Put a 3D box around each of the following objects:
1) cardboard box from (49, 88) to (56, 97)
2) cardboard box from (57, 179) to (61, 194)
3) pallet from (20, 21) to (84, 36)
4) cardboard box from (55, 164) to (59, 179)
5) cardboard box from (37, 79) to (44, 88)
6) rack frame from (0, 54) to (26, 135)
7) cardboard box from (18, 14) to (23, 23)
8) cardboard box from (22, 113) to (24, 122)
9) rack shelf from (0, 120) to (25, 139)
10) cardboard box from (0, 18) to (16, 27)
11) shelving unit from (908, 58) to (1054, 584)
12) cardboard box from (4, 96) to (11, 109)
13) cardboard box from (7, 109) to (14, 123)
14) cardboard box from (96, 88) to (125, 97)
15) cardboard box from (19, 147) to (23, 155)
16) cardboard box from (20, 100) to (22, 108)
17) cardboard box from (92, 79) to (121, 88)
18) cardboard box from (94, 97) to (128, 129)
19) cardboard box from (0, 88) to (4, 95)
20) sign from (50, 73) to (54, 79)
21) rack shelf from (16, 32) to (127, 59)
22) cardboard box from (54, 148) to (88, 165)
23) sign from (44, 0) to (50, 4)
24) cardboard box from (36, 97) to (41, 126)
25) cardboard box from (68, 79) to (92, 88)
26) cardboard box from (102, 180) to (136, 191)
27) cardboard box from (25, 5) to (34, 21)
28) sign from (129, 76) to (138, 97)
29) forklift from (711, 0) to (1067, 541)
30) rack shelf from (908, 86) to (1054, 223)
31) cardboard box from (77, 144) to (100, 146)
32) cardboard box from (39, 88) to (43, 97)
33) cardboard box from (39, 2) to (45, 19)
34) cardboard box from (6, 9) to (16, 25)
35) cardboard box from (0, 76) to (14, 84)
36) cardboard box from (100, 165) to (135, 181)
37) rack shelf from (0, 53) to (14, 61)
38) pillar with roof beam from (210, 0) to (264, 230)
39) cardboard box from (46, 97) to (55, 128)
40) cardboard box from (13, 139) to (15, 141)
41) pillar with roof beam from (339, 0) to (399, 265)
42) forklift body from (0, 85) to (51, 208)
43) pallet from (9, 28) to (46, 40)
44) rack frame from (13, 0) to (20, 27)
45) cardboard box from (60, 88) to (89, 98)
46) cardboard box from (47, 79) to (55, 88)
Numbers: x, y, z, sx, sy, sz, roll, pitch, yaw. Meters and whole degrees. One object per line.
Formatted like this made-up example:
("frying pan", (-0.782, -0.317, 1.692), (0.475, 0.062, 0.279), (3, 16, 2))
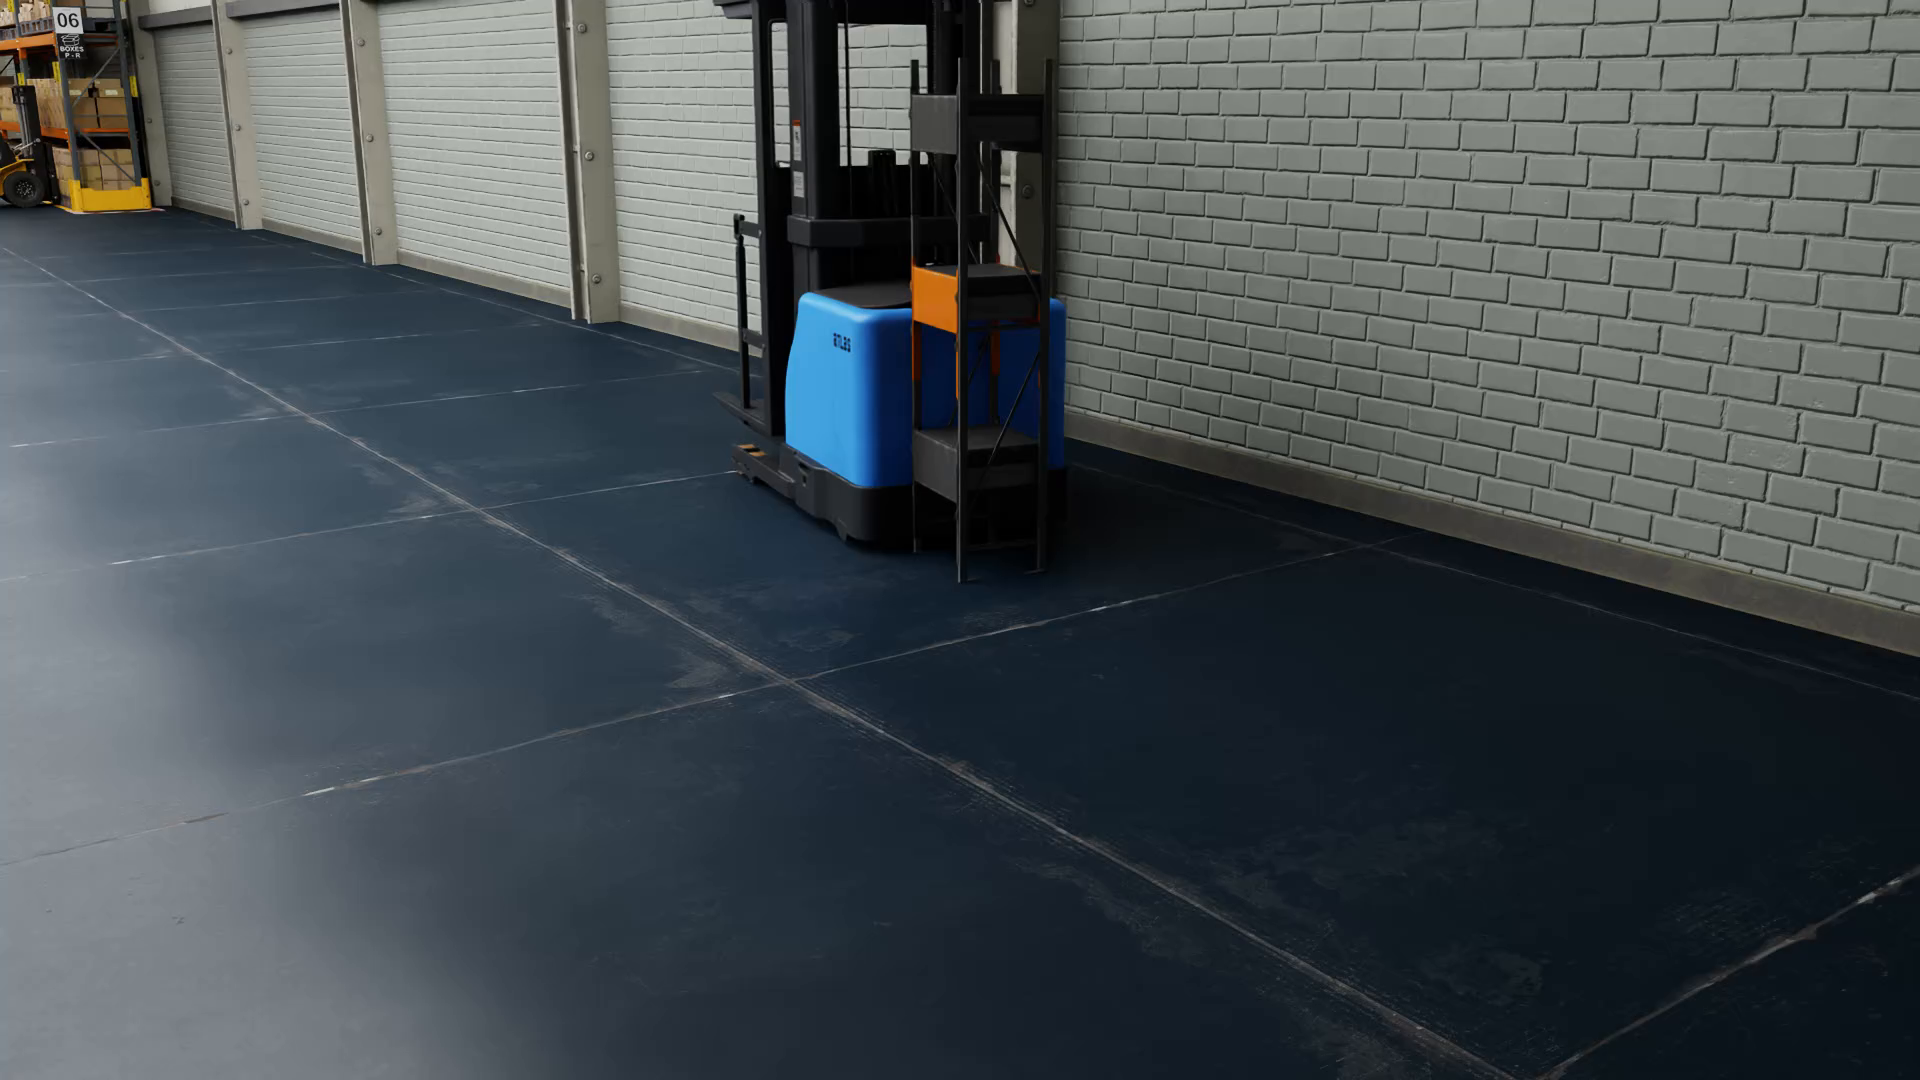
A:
("cardboard box", (-15.146, -7.559, 28.093), (0.380, 0.149, 0.250), (-12, 19, -36))
("cardboard box", (-15.210, -6.091, 28.563), (0.500, 0.250, 0.500), (-11, 19, -34))
("pallet", (-15.936, -9.028, 29.365), (1.003, 0.211, 1.213), (-11, 19, -35))
("cardboard box", (-15.253, -6.336, 28.511), (0.500, 0.250, 0.500), (-11, 19, -36))
("cardboard box", (-15.885, -7.975, 29.052), (0.380, 0.149, 0.250), (-11, 19, -35))
("rack frame", (-21.163, -9.510, 36.641), (1.000, 3.000, 0.127), (-11, 19, -35))
("cardboard box", (-16.441, -9.235, 29.446), (0.380, 0.149, 0.250), (-10, 18, -33))
("cardboard box", (-17.267, -7.903, 31.053), (0.500, 0.250, 0.500), (-11, 19, -35))
("rack shelf", (-17.635, -7.882, 32.055), (1.077, 0.370, 4.000), (-11, 19, -35))
("cardboard box", (-17.804, -9.731, 31.256), (0.380, 0.149, 0.250), (-11, 19, -35))
("shelving unit", (0.080, -0.912, 6.929), (0.431, 2.100, 0.503), (-7, 17, -23))
("cardboard box", (-18.161, -8.471, 32.180), (0.500, 0.250, 0.500), (-11, 19, -36))
("cardboard box", (-18.147, -8.234, 32.262), (0.500, 0.250, 0.500), (-12, 19, -36))
("cardboard box", (-14.097, -7.422, 27.592), (0.380, 0.149, 0.250), (-11, 19, -36))
("cardboard box", (-17.668, -7.296, 32.254), (0.875, 0.625, 0.625), (-12, 19, -37))
("cardboard box", (-17.263, -8.145, 30.989), (0.500, 0.250, 0.500), (-11, 19, -36))
("cardboard box", (-14.132, -7.557, 27.524), (0.380, 0.149, 0.250), (-11, 19, -36))
("cardboard box", (-14.174, -7.145, 27.810), (0.500, 0.500, 0.500), (-10, 18, -33))
("cardboard box", (-18.704, -8.847, 32.798), (0.380, 0.149, 0.250), (-10, 18, -33))
("sign", (-18.364, -9.301, 33.685), (0.100, 0.325, 0.005), (-11, 19, -35))
("rack shelf", (-15.283, -8.475, 28.538), (1.077, 0.370, 4.000), (-11, 19, -35))
("cardboard box", (-14.935, -6.464, 28.032), (0.500, 0.250, 0.500), (-10, 18, -34))
("sign", (-14.554, -8.702, 26.480), (0.100, 0.325, 0.005), (-11, 19, -35))
("cardboard box", (-16.089, -7.606, 29.495), (0.500, 0.500, 0.500), (-10, 18, -34))
("cardboard box", (-14.488, -7.496, 27.301), (0.380, 0.149, 0.250), (-11, 19, -34))
("cardboard box", (-14.238, -5.959, 28.081), (0.500, 0.250, 0.500), (-11, 19, -34))
("cardboard box", (-15.832, -9.071, 28.623), (0.396, 0.266, 0.258), (-11, 19, -36))
("sign", (-13.654, -7.488, 27.464), (0.100, 0.325, 0.005), (-11, 19, -35))
("forklift", (-0.568, -1.751, 8.421), (1.130, 2.935, 3.031), (-7, 17, -23))
("rack shelf", (0.080, -1.574, 6.748), (0.431, 0.518, 0.480), (-7, 17, -23))
("cardboard box", (-15.703, -6.980, 29.914), (0.500, 0.250, 0.500), (-11, 19, -35))
("cardboard box", (-15.755, -7.776, 28.888), (0.380, 0.149, 0.250), (-12, 19, -36))
("cardboard box", (-14.989, -8.765, 27.504), (0.396, 0.266, 0.258), (-11, 19, -34))
("cardboard box", (-17.081, -9.573, 30.373), (0.500, 0.311, 0.500), (-12, 19, -36))
("cardboard box", (-21.823, -10.302, 37.836), (0.500, 0.500, 0.500), (-11, 19, -36))
("cardboard box", (-14.215, -6.198, 28.005), (0.500, 0.250, 0.500), (-10, 18, -34))
("rack shelf", (-22.339, -11.037, 37.901), (1.077, 0.370, 4.000), (-11, 19, -35))
("pillar with roof beam", (-13.742, -8.181, 20.419), (9.100, 9.000, 0.400), (-11, 19, -35))
("cardboard box", (-15.208, -7.282, 28.310), (0.500, 0.500, 0.500), (-11, 19, -36))
("cardboard box", (-20.554, -8.731, 36.504), (0.380, 0.149, 0.250), (-11, 19, -35))
("pillar with roof beam", (-10.214, -6.899, 15.738), (9.100, 9.000, 0.400), (-11, 19, -35))
("forklift body", (-16.698, -6.660, 27.836), (2.313, 2.155, 1.214), (-11, 19, -35))
("pallet", (-16.988, -9.343, 30.710), (0.805, 0.209, 1.217), (-12, 19, -37))
("rack frame", (-16.459, -10.696, 29.608), (1.000, 3.000, 0.127), (-11, 19, -35))
("cardboard box", (-14.537, -7.339, 27.292), (0.380, 0.149, 0.250), (-11, 19, -34))
("cardboard box", (-15.163, -7.699, 28.041), (0.380, 0.149, 0.250), (-10, 18, -33))
